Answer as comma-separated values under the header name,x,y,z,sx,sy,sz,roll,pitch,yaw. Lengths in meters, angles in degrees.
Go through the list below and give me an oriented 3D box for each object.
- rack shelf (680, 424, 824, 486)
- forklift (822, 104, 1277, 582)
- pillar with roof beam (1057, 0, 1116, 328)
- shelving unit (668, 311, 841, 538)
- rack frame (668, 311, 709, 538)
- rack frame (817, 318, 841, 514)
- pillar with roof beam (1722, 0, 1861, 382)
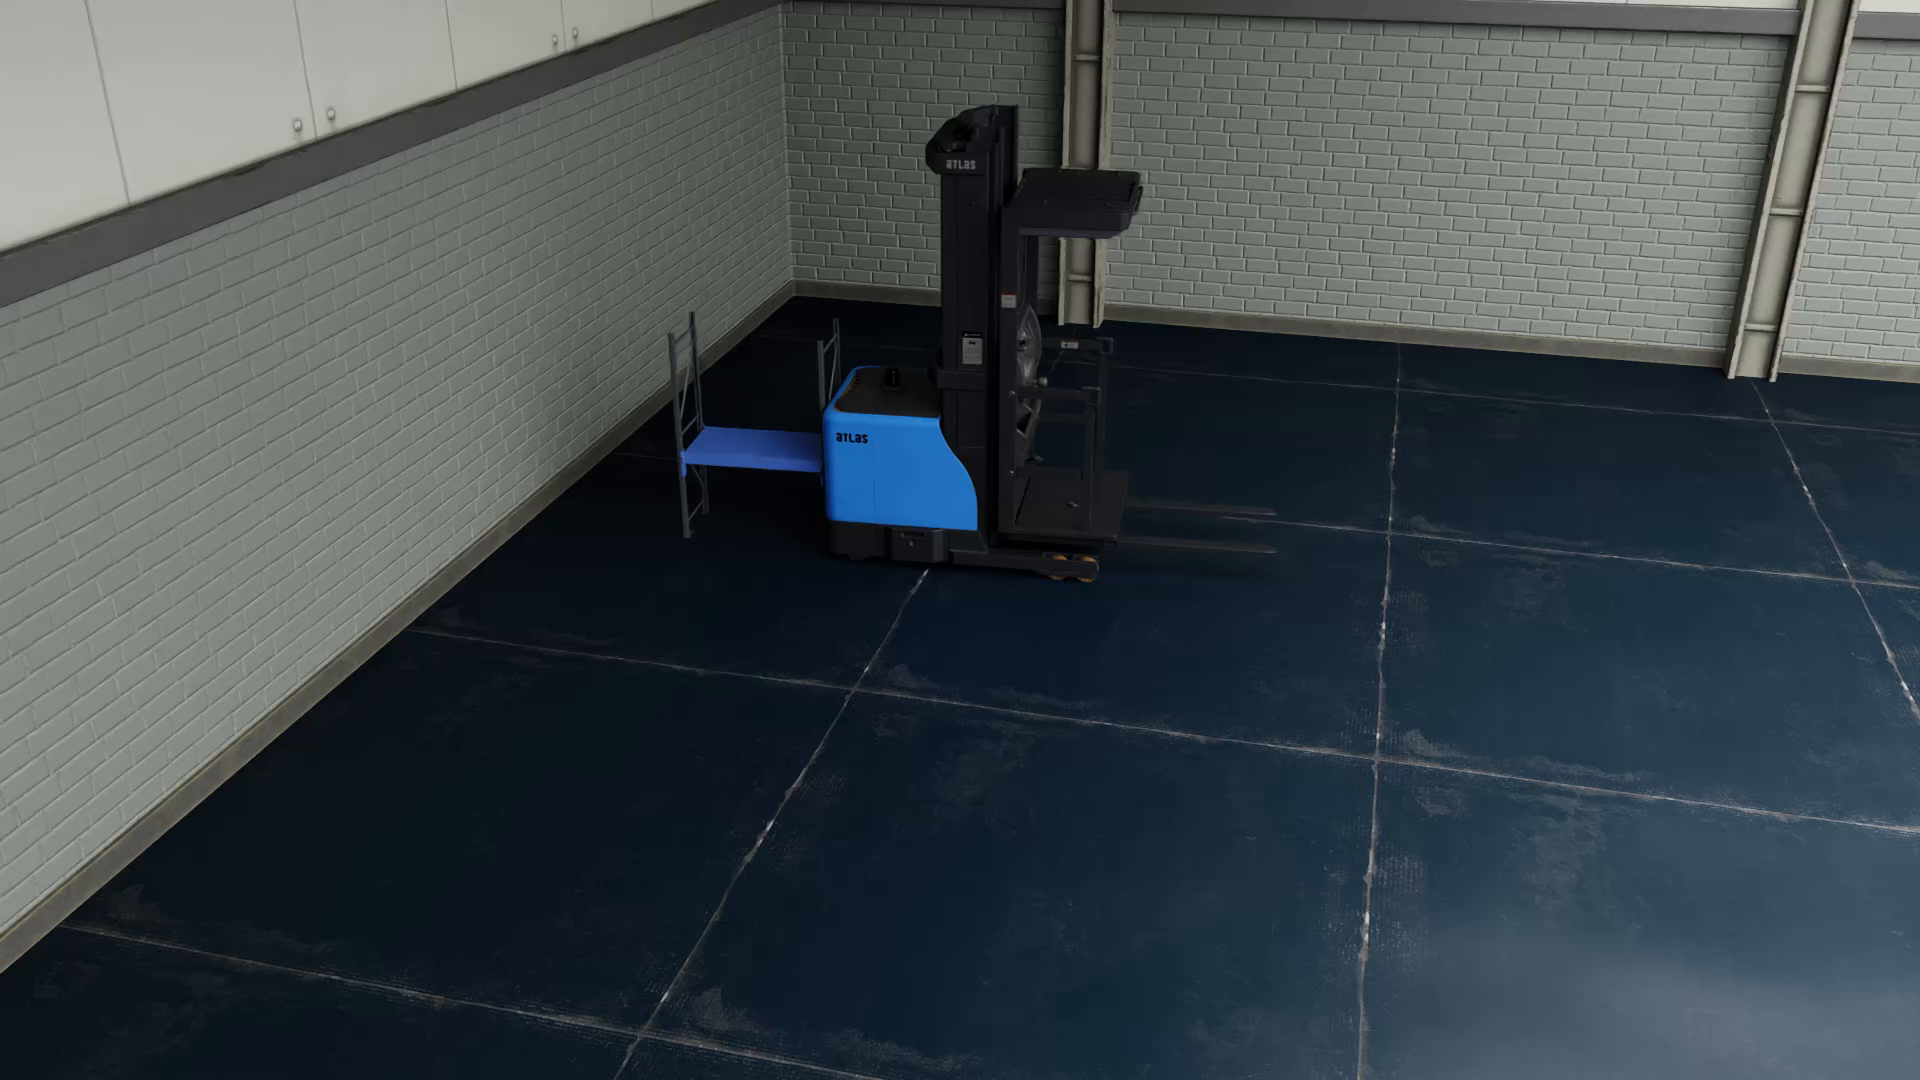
name,x,y,z,sx,sy,sz,roll,pitch,yaw
rack shelf,-1.380,-0.597,11.559,1.000,0.185,0.538,4,26,8
forklift,0.643,-1.289,10.930,3.031,2.935,1.130,4,26,8
pillar with roof beam,0.094,-4.380,10.363,0.400,9.000,9.100,6,26,13
shelving unit,-1.380,-0.759,11.482,1.048,1.500,0.538,4,26,8
rack frame,-1.882,-0.795,11.556,0.032,1.500,0.500,4,26,8
rack frame,-0.878,-0.724,11.407,0.032,1.500,0.500,4,26,8
pillar with roof beam,5.905,-3.737,9.014,0.400,9.000,9.100,6,26,13
